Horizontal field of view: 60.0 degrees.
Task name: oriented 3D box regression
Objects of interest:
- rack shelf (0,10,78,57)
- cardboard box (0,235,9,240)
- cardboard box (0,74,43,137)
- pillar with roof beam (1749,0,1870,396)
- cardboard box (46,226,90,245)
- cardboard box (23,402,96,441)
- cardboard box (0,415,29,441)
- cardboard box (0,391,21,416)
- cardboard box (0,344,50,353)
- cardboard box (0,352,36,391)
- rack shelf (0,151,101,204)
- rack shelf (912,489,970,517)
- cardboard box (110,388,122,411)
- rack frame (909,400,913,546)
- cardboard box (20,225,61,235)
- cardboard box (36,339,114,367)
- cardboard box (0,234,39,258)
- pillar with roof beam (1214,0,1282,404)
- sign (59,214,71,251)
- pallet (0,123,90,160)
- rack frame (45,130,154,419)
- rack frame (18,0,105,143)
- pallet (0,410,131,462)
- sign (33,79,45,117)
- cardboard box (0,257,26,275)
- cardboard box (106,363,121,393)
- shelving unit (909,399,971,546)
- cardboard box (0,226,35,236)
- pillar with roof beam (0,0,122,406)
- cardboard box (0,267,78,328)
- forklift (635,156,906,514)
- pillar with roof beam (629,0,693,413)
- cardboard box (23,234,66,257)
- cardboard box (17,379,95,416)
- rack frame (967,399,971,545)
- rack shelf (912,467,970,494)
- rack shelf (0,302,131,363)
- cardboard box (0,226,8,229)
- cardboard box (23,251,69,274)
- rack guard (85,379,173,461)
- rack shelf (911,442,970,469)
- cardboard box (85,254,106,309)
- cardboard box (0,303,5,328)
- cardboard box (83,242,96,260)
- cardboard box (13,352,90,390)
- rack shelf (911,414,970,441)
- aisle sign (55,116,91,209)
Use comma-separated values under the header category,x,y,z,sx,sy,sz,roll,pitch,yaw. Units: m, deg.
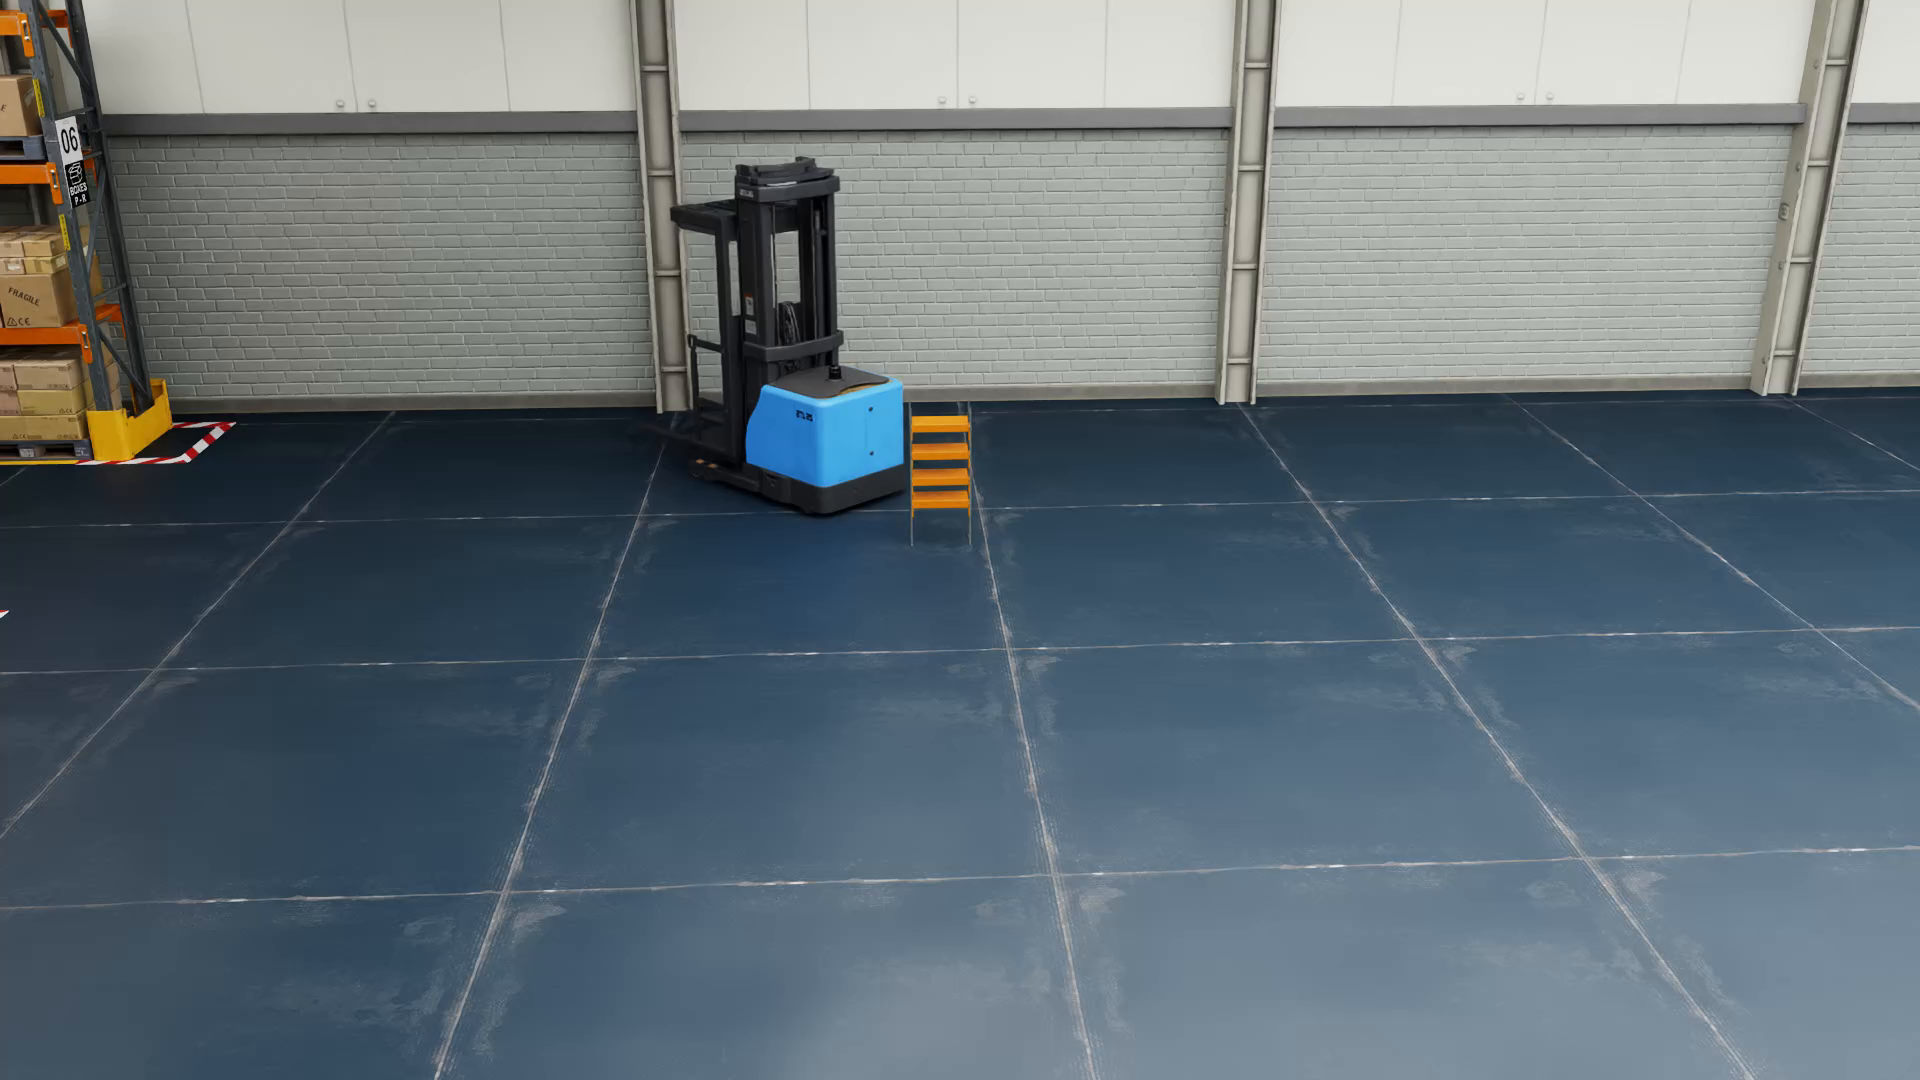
category,x,y,z,sx,sy,sz,roll,pitch,yaw
rack shelf,-10.253,-4.610,15.087,4.000,0.370,1.077,-1,21,-3
cardboard box,-9.106,-2.746,15.578,0.250,0.149,0.380,-1,21,-2
cardboard box,-8.684,-3.966,15.167,0.500,0.500,0.500,0,21,-1
pillar with roof beam,9.214,-4.316,12.741,0.400,9.000,9.100,-1,21,-3
cardboard box,-8.604,-2.928,16.057,0.250,0.149,0.380,-2,21,-4
cardboard box,-8.707,-1.159,16.156,0.500,0.250,0.500,-1,21,-3
cardboard box,-9.204,-1.153,16.139,0.500,0.250,0.500,-1,21,-3
cardboard box,-9.225,-1.388,16.053,0.500,0.250,0.500,-1,21,-4
cardboard box,-9.245,-1.795,16.419,0.500,0.250,0.500,-1,21,-3
cardboard box,-9.207,-1.616,15.950,0.500,0.250,0.500,-1,21,-2
rack shelf,-10.253,-3.395,15.549,4.000,0.370,1.077,-1,21,-3
rack shelf,-0.165,-0.309,13.925,0.480,0.148,0.258,-1,21,-3
cardboard box,-8.758,-1.341,16.632,0.500,0.250,0.500,-1,21,-3
rack frame,-0.409,-0.552,13.817,0.015,1.200,0.240,-1,21,-3
cardboard box,-8.873,-2.945,16.101,0.250,0.149,0.380,0,21,-1
cardboard box,-8.747,-1.806,16.449,0.500,0.250,0.500,-1,21,-4
cardboard box,-8.846,-2.761,15.618,0.250,0.149,0.380,-1,21,-3
pillar with roof beam,3.224,-4.194,12.421,0.400,9.000,9.100,-1,21,-3
sign,-8.239,-2.829,15.306,0.005,0.325,0.100,-1,21,-3
pallet,-8.963,-3.725,15.530,1.213,0.211,1.003,-1,21,-3
rack frame,-8.256,-2.370,16.062,0.127,3.000,1.000,-1,21,-3
rack frame,-8.256,-5.174,14.994,0.127,3.000,1.000,-1,21,-3
pallet,-9.017,-1.036,16.478,1.213,0.211,1.003,-1,21,-3
sign,-8.239,-3.956,14.877,0.005,0.325,0.100,-1,21,-3
cardboard box,-8.840,-2.598,15.607,0.250,0.149,0.380,-1,21,-2
cardboard box,-8.737,-1.579,16.556,0.500,0.250,0.500,-1,21,-2
shelving unit,-0.165,-0.557,13.830,0.503,1.200,0.258,-1,21,-3
cardboard box,-9.130,-2.924,16.047,0.250,0.149,0.380,-1,21,-2
pillar with roof beam,-8.757,-3.950,11.781,0.400,9.000,9.100,-1,21,-3
cardboard box,-8.732,-2.313,15.772,0.500,0.500,0.500,-2,21,-4
forklift,-1.901,-2.025,15.253,3.031,2.935,1.130,19,28,41
pillar with roof beam,-2.767,-4.072,12.101,0.400,9.000,9.100,-1,21,-3
cardboard box,-8.602,-2.777,15.660,0.250,0.149,0.380,-1,21,-3
cardboard box,-8.724,-1.394,16.069,0.500,0.250,0.500,-1,21,-4
rack frame,0.078,-0.562,13.843,0.015,1.200,0.240,-1,21,-3
rack shelf,-0.165,-0.494,13.854,0.480,0.148,0.258,-1,21,-3
rack shelf,-10.253,-1.993,16.083,4.000,0.370,1.077,-1,21,-3
cardboard box,-9.377,-2.924,16.048,0.250,0.149,0.380,-1,21,-3
cardboard box,-8.586,-2.613,15.648,0.250,0.149,0.380,-1,21,-2
rack guard,-8.232,-1.202,16.508,0.348,0.500,1.175,-1,21,-3
rack shelf,-0.165,-0.704,13.774,0.480,0.148,0.258,-1,21,-3
cardboard box,-8.766,-2.505,16.276,0.500,0.500,0.500,0,21,-1
cardboard box,-9.251,-2.306,15.753,0.500,0.500,0.500,-1,21,-1
cardboard box,-8.610,-2.805,16.152,0.250,0.149,0.380,-2,21,-4
cardboard box,-8.698,-1.628,15.983,0.500,0.250,0.500,0,21,-1
rack shelf,-0.165,-0.925,13.690,0.480,0.148,0.258,-1,21,-3
aisle sign,-8.174,-3.482,15.328,0.004,0.787,0.394,-1,21,-3
